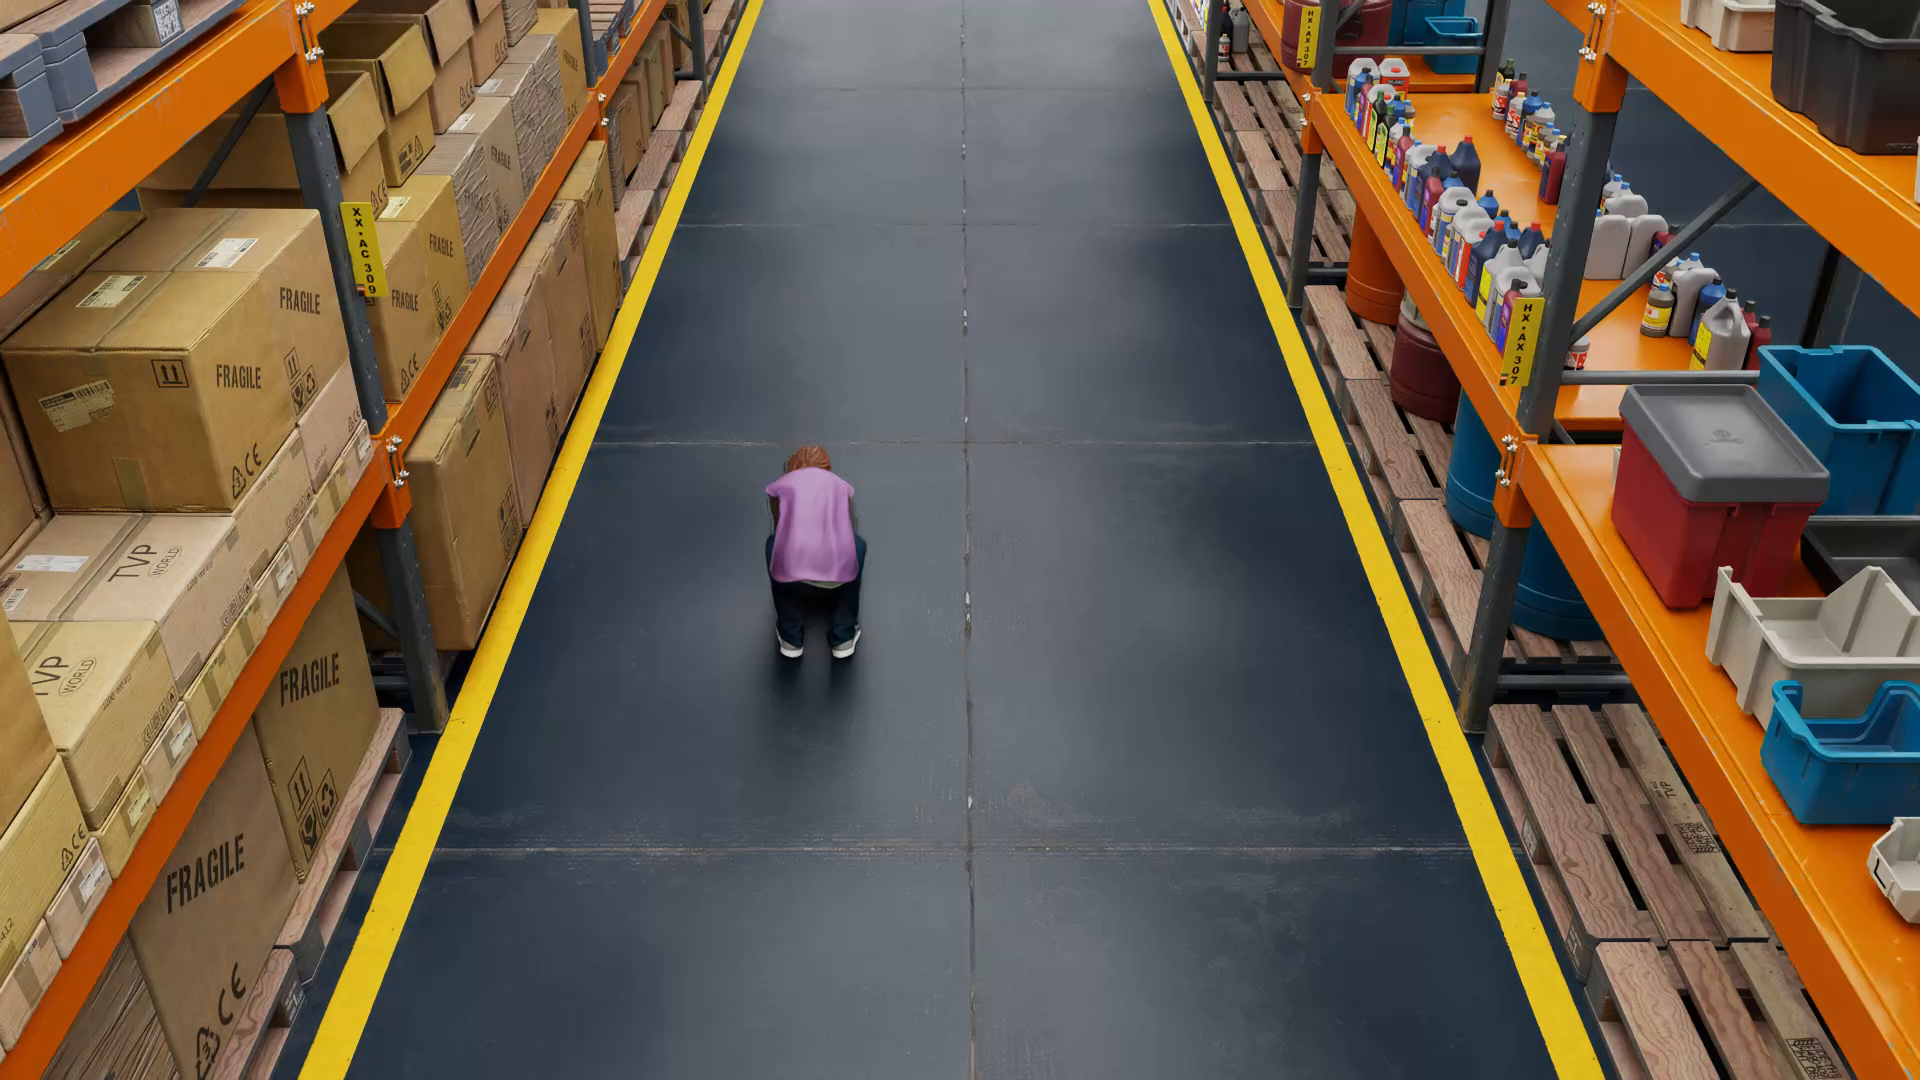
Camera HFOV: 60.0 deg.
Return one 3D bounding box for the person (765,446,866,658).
[{"bbox_3d":[-0.597,0.073,6.911,0.419,0.715,0.869,-1,32,-1],"label":"person"}]
